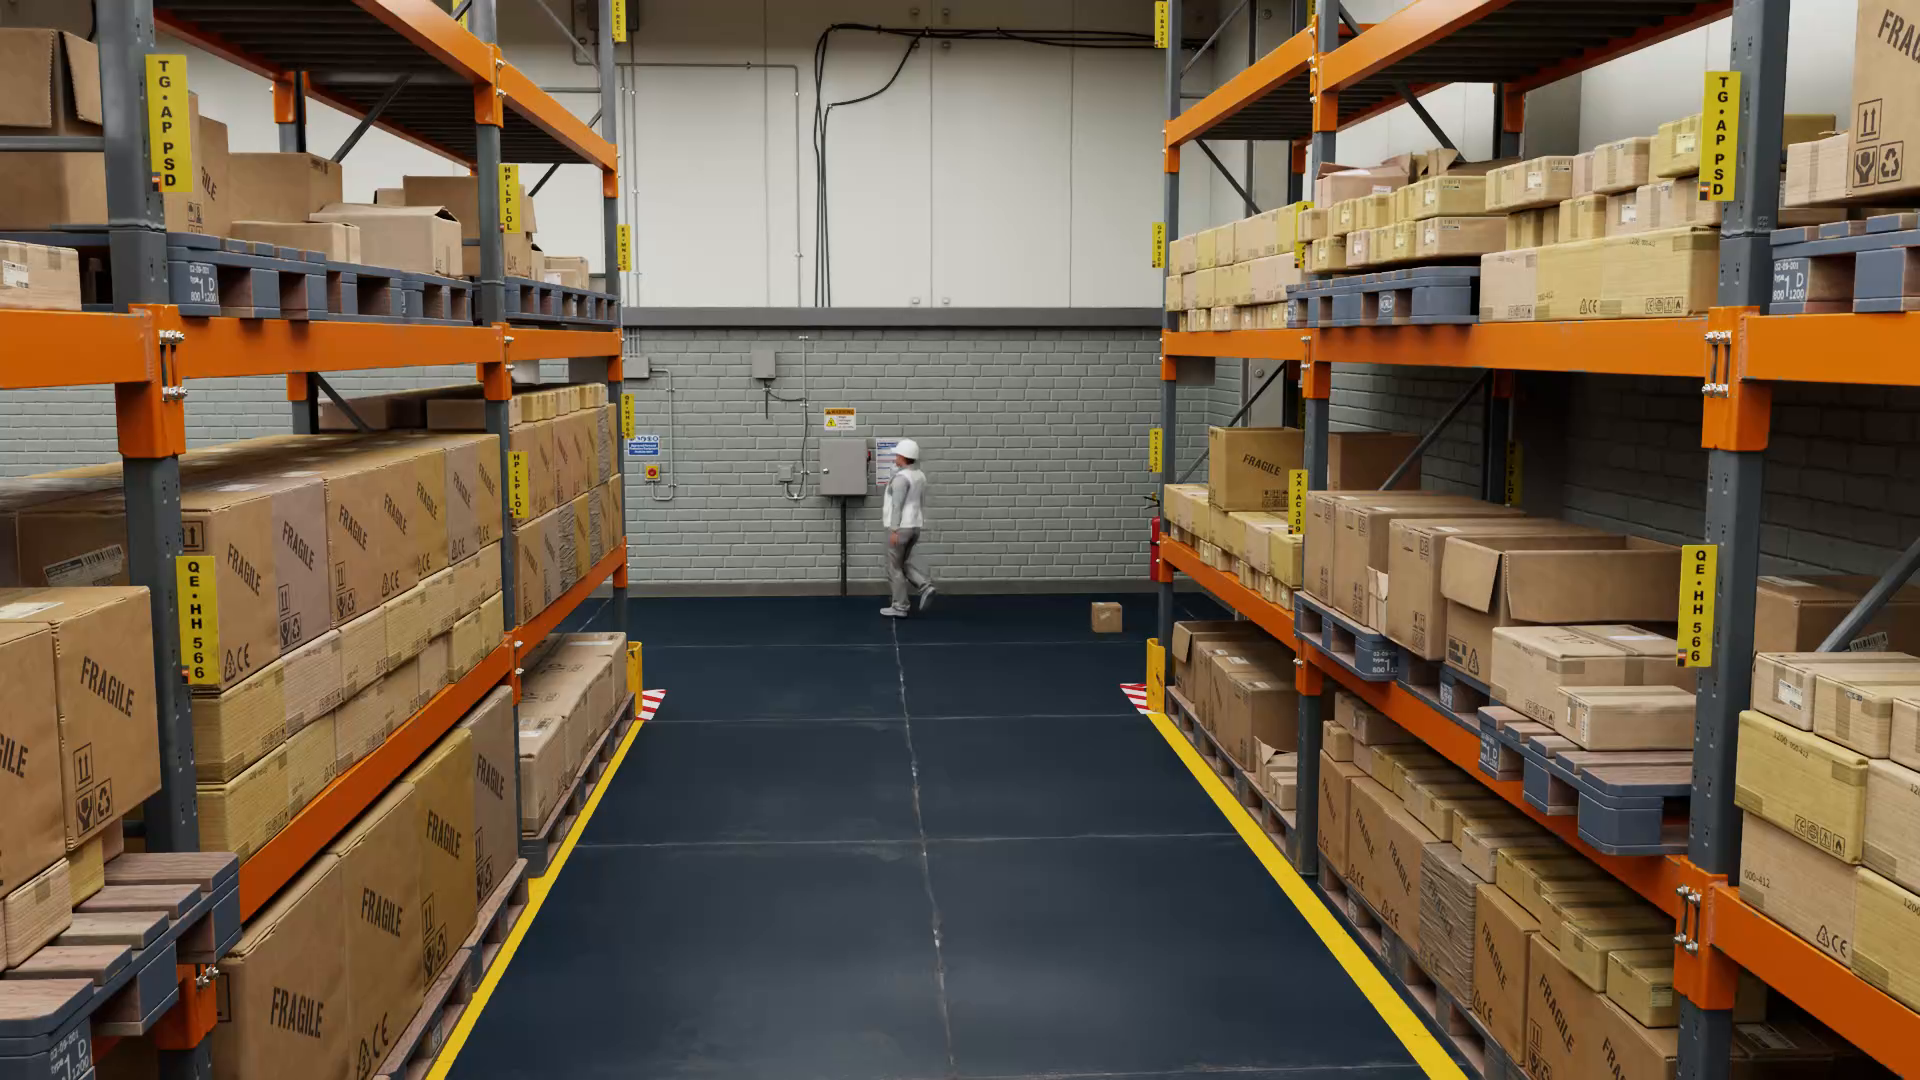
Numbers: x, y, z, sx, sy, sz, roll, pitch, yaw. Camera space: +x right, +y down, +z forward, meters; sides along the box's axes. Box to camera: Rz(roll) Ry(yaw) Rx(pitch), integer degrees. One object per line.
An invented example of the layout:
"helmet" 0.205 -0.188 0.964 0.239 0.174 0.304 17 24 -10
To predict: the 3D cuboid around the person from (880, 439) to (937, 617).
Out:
"person" -0.532 -0.120 16.465 0.543 1.758 0.529 3 8 26
